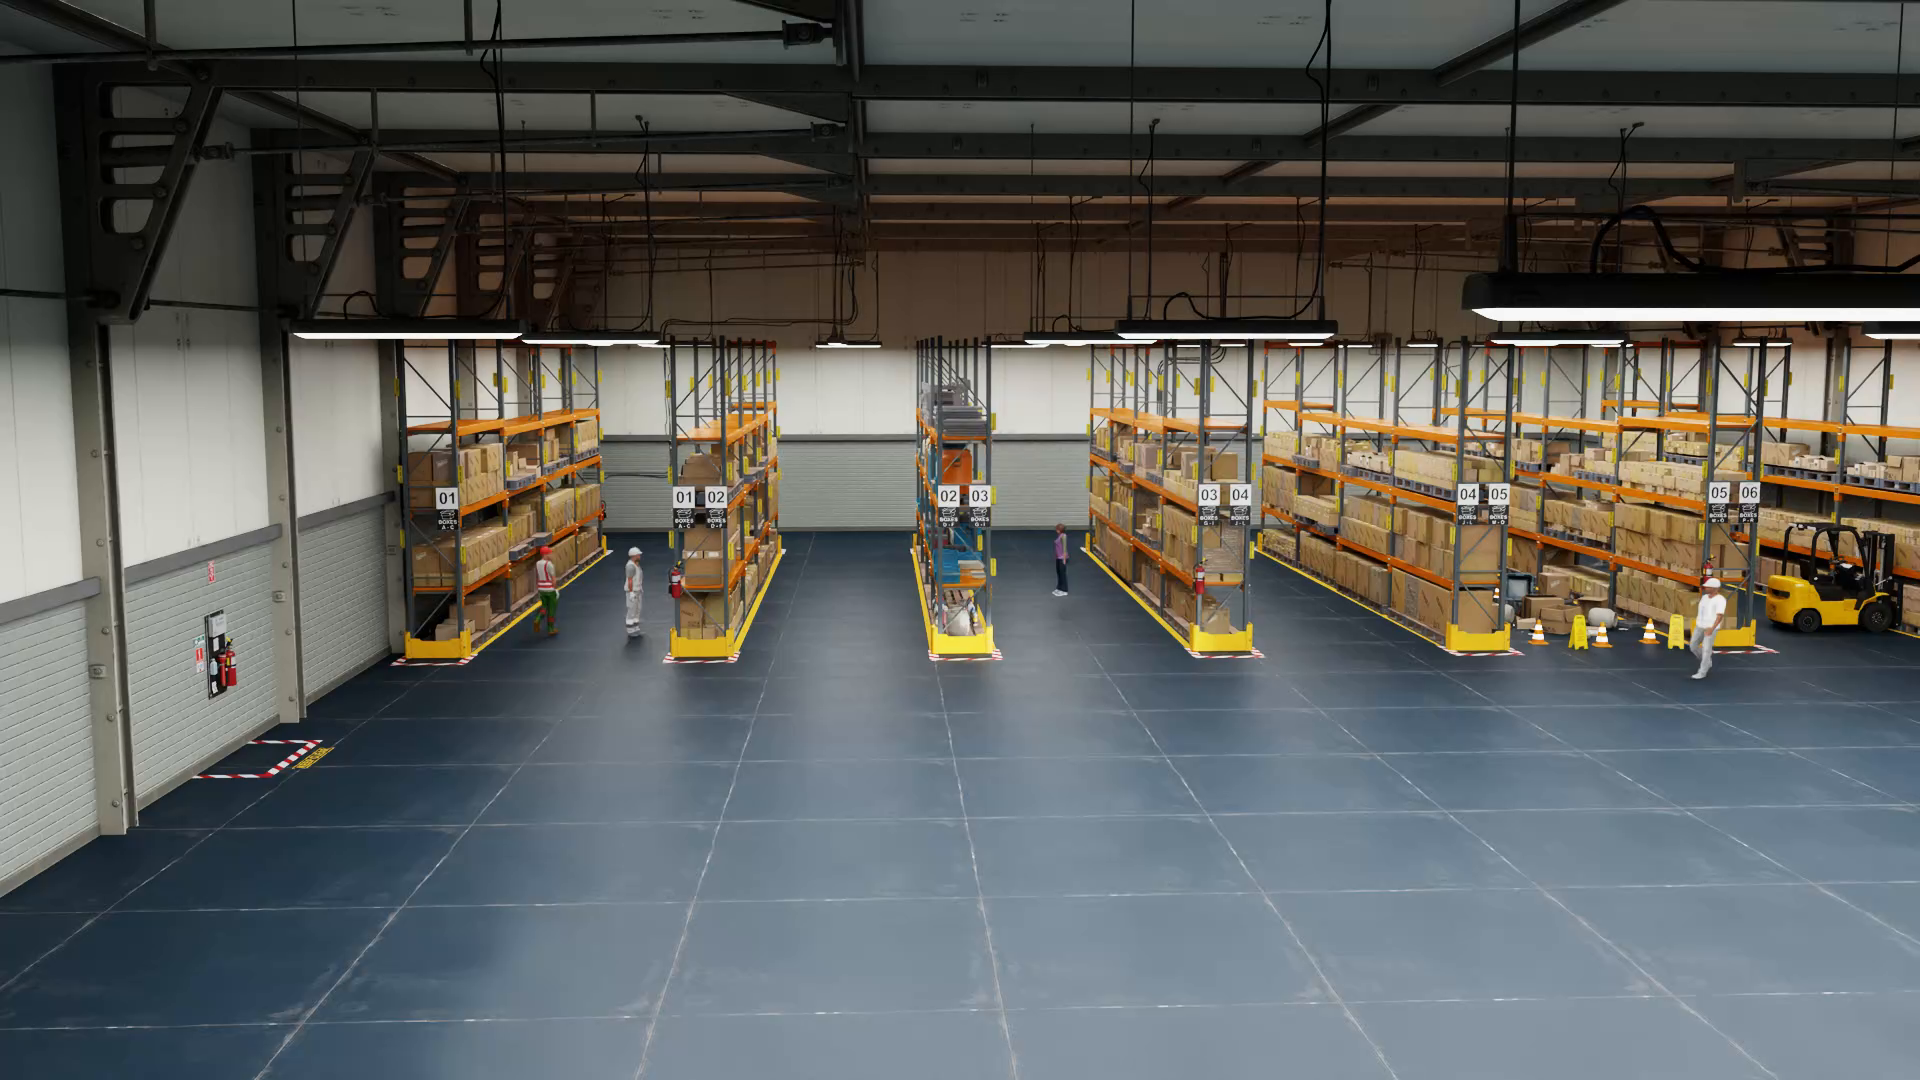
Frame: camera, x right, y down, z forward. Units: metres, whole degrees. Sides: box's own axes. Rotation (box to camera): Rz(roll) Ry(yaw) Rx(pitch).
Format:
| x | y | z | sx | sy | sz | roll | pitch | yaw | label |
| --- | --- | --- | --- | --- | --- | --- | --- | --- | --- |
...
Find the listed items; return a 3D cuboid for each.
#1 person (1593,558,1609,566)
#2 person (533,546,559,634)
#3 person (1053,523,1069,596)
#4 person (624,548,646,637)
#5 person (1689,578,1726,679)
| x | y | z | sx | sy | sz | roll | pitch | yaw | label |
| --- | --- | --- | --- | --- | --- | --- | --- | --- | --- |
| 17.151 | -0.097 | 44.357 | 0.451 | 1.727 | 0.519 | 3 | 7 | 27 | person |
| -8.322 | 1.018 | 33.509 | 0.572 | 1.782 | 0.555 | 4 | 8 | 32 | person |
| 2.235 | 0.427 | 37.003 | 0.372 | 1.591 | 0.486 | -2 | 7 | -18 | person |
| -6.540 | 1.044 | 33.355 | 0.367 | 1.796 | 0.559 | 1 | 7 | 9 | person |
| 13.056 | 1.544 | 29.150 | 0.618 | 1.756 | 0.629 | -3 | 7 | -28 | person |
